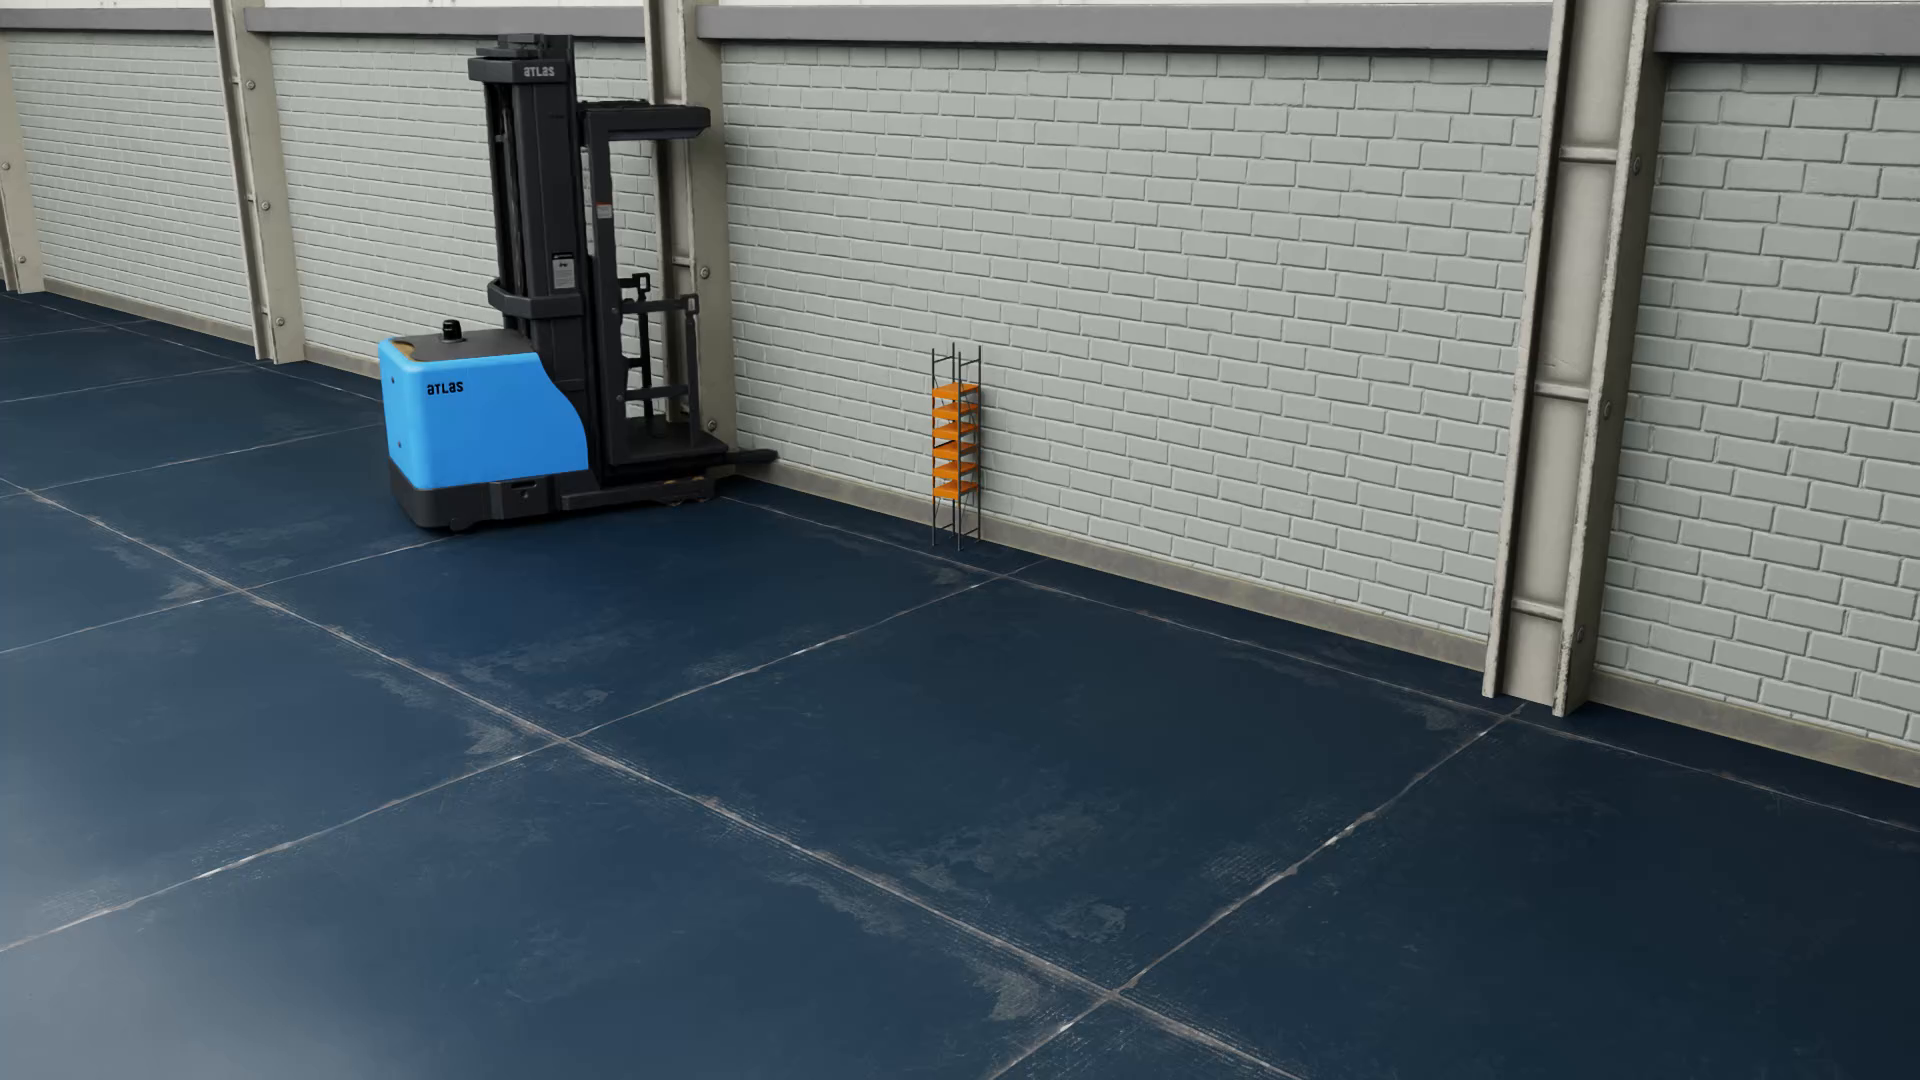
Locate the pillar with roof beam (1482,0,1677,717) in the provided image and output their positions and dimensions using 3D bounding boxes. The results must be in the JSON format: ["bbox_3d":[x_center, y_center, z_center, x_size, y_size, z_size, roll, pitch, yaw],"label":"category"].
[{"bbox_3d":[-0.157,-2.582,3.370,0.400,9.000,9.100,15,23,39],"label":"pillar with roof beam"}]

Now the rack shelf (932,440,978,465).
[{"bbox_3d":[-0.020,-0.510,9.880,0.180,0.103,0.258,11,20,31],"label":"rack shelf"}]

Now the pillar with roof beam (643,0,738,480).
[{"bbox_3d":[-4.644,-3.786,7.166,0.400,9.000,9.100,15,23,39],"label":"pillar with roof beam"}]

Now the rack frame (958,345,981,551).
[{"bbox_3d":[0.057,-0.538,9.820,0.006,1.200,0.240,11,20,31],"label":"rack frame"}]

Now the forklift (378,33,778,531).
[{"bbox_3d":[-2.180,-1.747,10.772,3.031,2.935,1.130,-9,20,-27],"label":"forklift"}]

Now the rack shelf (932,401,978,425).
[{"bbox_3d":[-0.020,-0.739,9.808,0.180,0.103,0.258,11,20,31],"label":"rack shelf"}]

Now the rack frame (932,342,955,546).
[{"bbox_3d":[-0.097,-0.567,9.914,0.006,1.200,0.240,11,20,31],"label":"rack frame"}]

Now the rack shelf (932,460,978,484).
[{"bbox_3d":[-0.020,-0.395,9.916,0.180,0.103,0.258,11,20,31],"label":"rack shelf"}]

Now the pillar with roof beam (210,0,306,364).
[{"bbox_3d":[-9.132,-4.991,10.962,0.400,9.000,9.100,15,23,39],"label":"pillar with roof beam"}]

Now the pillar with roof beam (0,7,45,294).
[{"bbox_3d":[-13.620,-6.196,14.758,0.400,9.000,9.100,15,23,39],"label":"pillar with roof beam"}]

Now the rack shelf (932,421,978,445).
[{"bbox_3d":[-0.020,-0.624,9.844,0.180,0.103,0.258,11,20,31],"label":"rack shelf"}]

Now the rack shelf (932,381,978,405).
[{"bbox_3d":[-0.020,-0.853,9.772,0.180,0.103,0.258,11,20,31],"label":"rack shelf"}]

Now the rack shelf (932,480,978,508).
[{"bbox_3d":[-0.020,-0.281,9.952,0.180,0.103,0.258,11,20,31],"label":"rack shelf"}]

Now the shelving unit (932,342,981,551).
[{"bbox_3d":[-0.020,-0.552,9.867,0.189,1.200,0.258,11,20,31],"label":"shelving unit"}]
